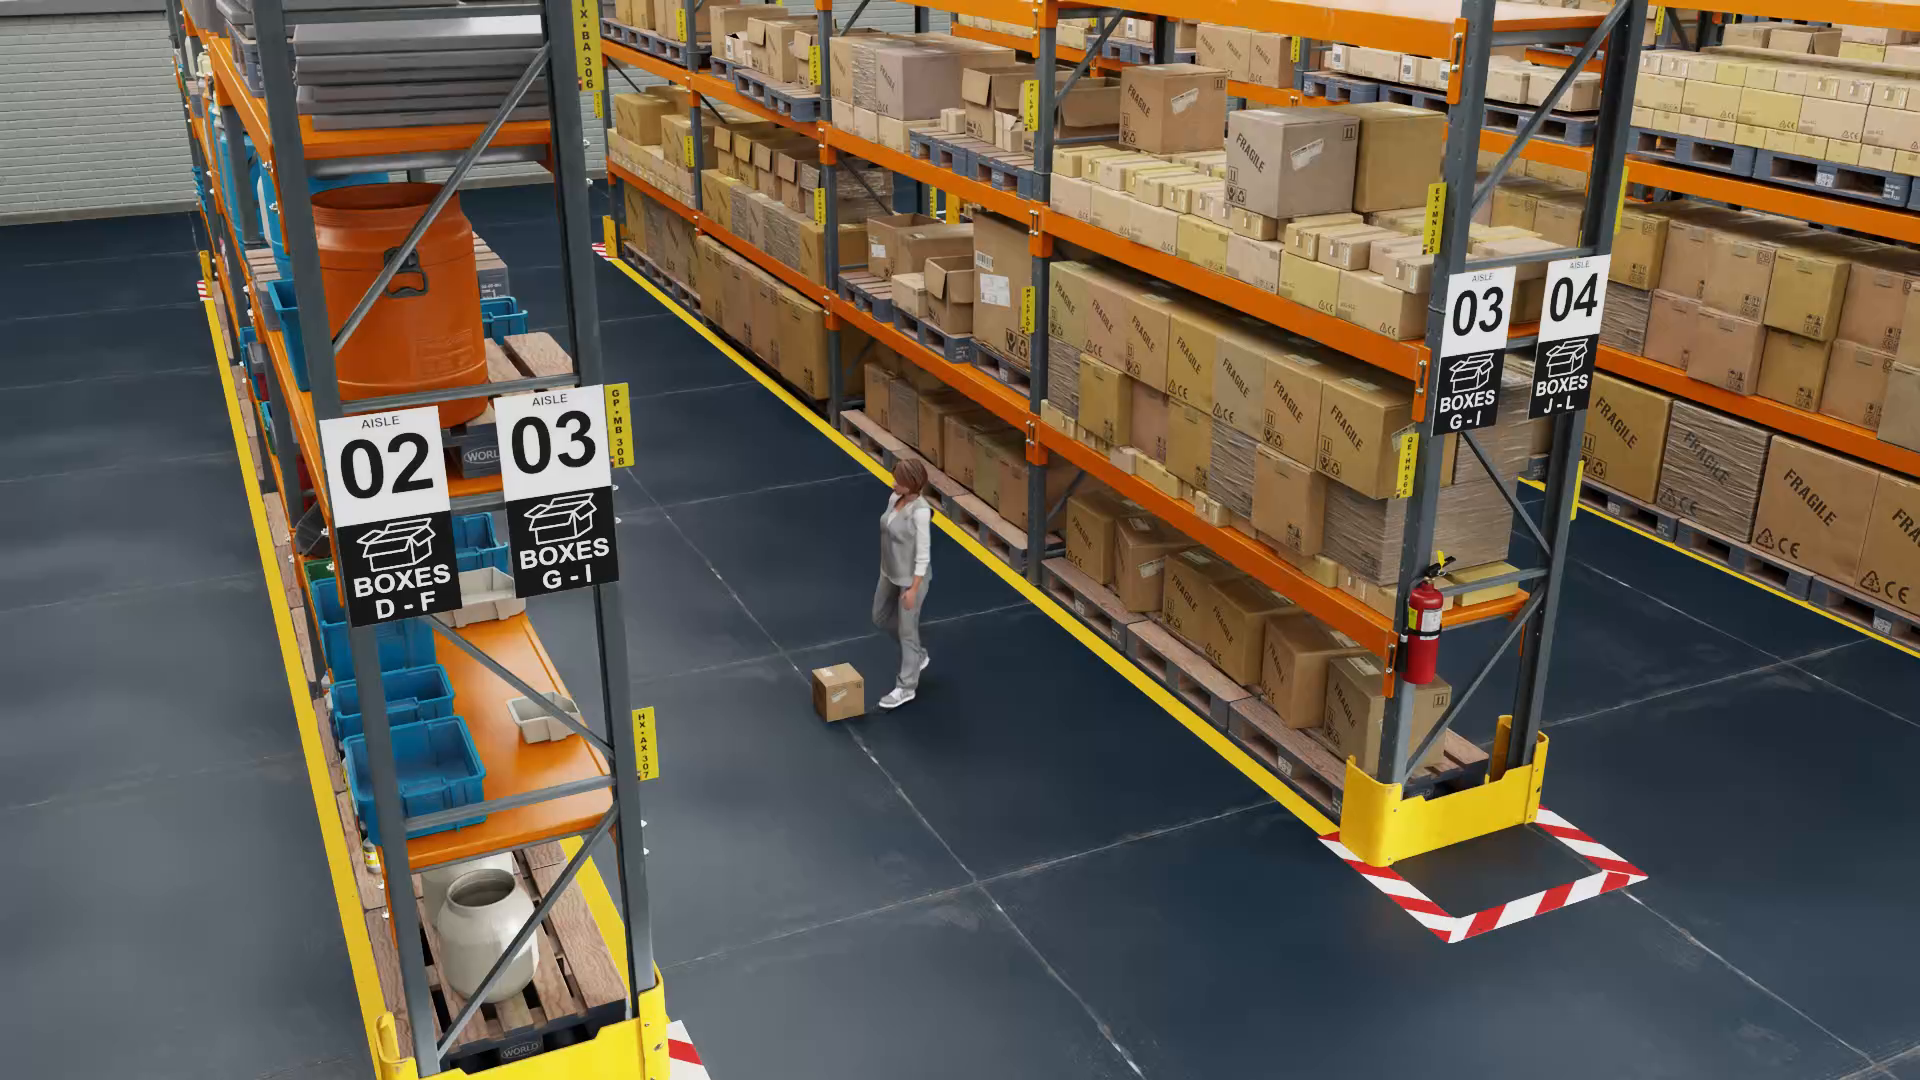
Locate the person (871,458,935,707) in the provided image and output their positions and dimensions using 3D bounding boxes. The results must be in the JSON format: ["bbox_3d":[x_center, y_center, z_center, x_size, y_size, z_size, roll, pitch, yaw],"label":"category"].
[{"bbox_3d":[-4.260,-5.315,18.073,23.789,5.997,20.354,-13,26,-29],"label":"person"}]
